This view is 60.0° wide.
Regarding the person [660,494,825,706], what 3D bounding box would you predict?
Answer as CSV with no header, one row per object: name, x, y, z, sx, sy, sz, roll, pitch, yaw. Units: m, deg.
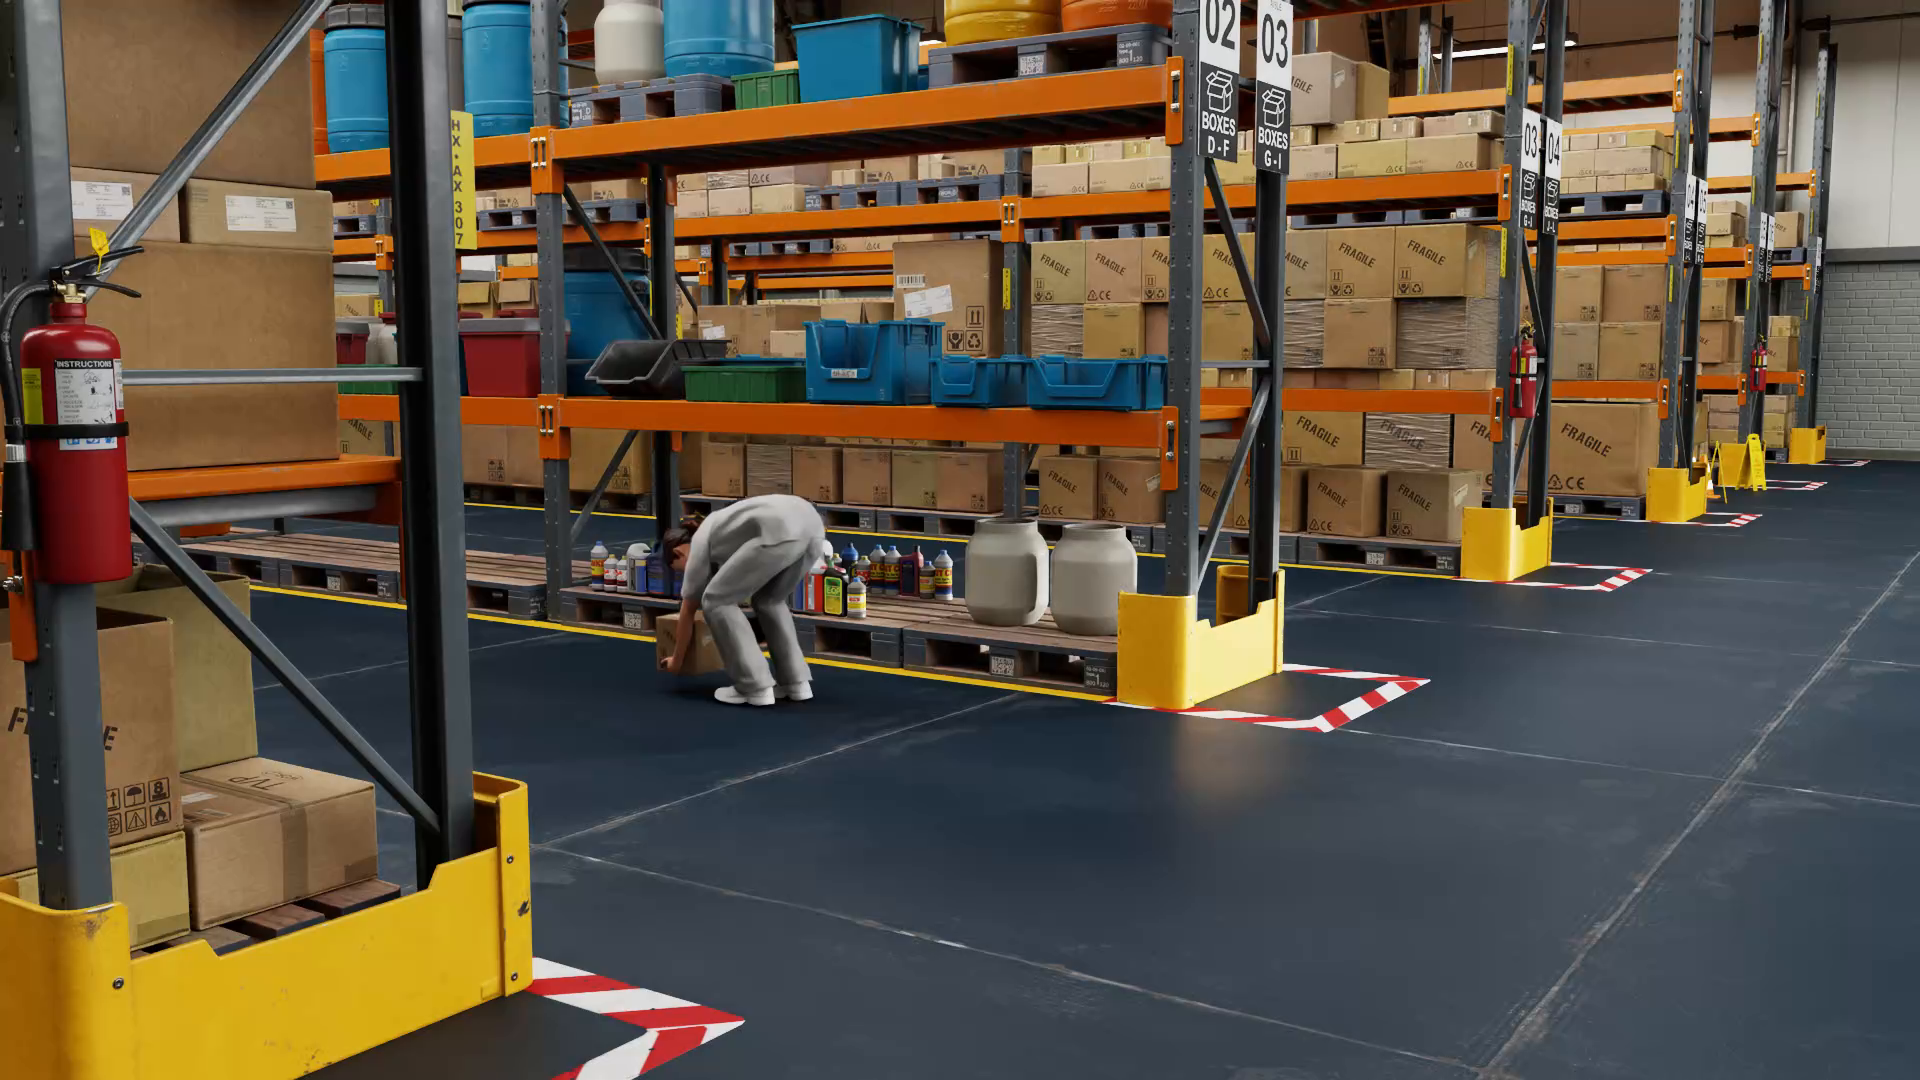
person,-1.003,0.254,7.522,0.854,0.935,0.454,4,7,31
